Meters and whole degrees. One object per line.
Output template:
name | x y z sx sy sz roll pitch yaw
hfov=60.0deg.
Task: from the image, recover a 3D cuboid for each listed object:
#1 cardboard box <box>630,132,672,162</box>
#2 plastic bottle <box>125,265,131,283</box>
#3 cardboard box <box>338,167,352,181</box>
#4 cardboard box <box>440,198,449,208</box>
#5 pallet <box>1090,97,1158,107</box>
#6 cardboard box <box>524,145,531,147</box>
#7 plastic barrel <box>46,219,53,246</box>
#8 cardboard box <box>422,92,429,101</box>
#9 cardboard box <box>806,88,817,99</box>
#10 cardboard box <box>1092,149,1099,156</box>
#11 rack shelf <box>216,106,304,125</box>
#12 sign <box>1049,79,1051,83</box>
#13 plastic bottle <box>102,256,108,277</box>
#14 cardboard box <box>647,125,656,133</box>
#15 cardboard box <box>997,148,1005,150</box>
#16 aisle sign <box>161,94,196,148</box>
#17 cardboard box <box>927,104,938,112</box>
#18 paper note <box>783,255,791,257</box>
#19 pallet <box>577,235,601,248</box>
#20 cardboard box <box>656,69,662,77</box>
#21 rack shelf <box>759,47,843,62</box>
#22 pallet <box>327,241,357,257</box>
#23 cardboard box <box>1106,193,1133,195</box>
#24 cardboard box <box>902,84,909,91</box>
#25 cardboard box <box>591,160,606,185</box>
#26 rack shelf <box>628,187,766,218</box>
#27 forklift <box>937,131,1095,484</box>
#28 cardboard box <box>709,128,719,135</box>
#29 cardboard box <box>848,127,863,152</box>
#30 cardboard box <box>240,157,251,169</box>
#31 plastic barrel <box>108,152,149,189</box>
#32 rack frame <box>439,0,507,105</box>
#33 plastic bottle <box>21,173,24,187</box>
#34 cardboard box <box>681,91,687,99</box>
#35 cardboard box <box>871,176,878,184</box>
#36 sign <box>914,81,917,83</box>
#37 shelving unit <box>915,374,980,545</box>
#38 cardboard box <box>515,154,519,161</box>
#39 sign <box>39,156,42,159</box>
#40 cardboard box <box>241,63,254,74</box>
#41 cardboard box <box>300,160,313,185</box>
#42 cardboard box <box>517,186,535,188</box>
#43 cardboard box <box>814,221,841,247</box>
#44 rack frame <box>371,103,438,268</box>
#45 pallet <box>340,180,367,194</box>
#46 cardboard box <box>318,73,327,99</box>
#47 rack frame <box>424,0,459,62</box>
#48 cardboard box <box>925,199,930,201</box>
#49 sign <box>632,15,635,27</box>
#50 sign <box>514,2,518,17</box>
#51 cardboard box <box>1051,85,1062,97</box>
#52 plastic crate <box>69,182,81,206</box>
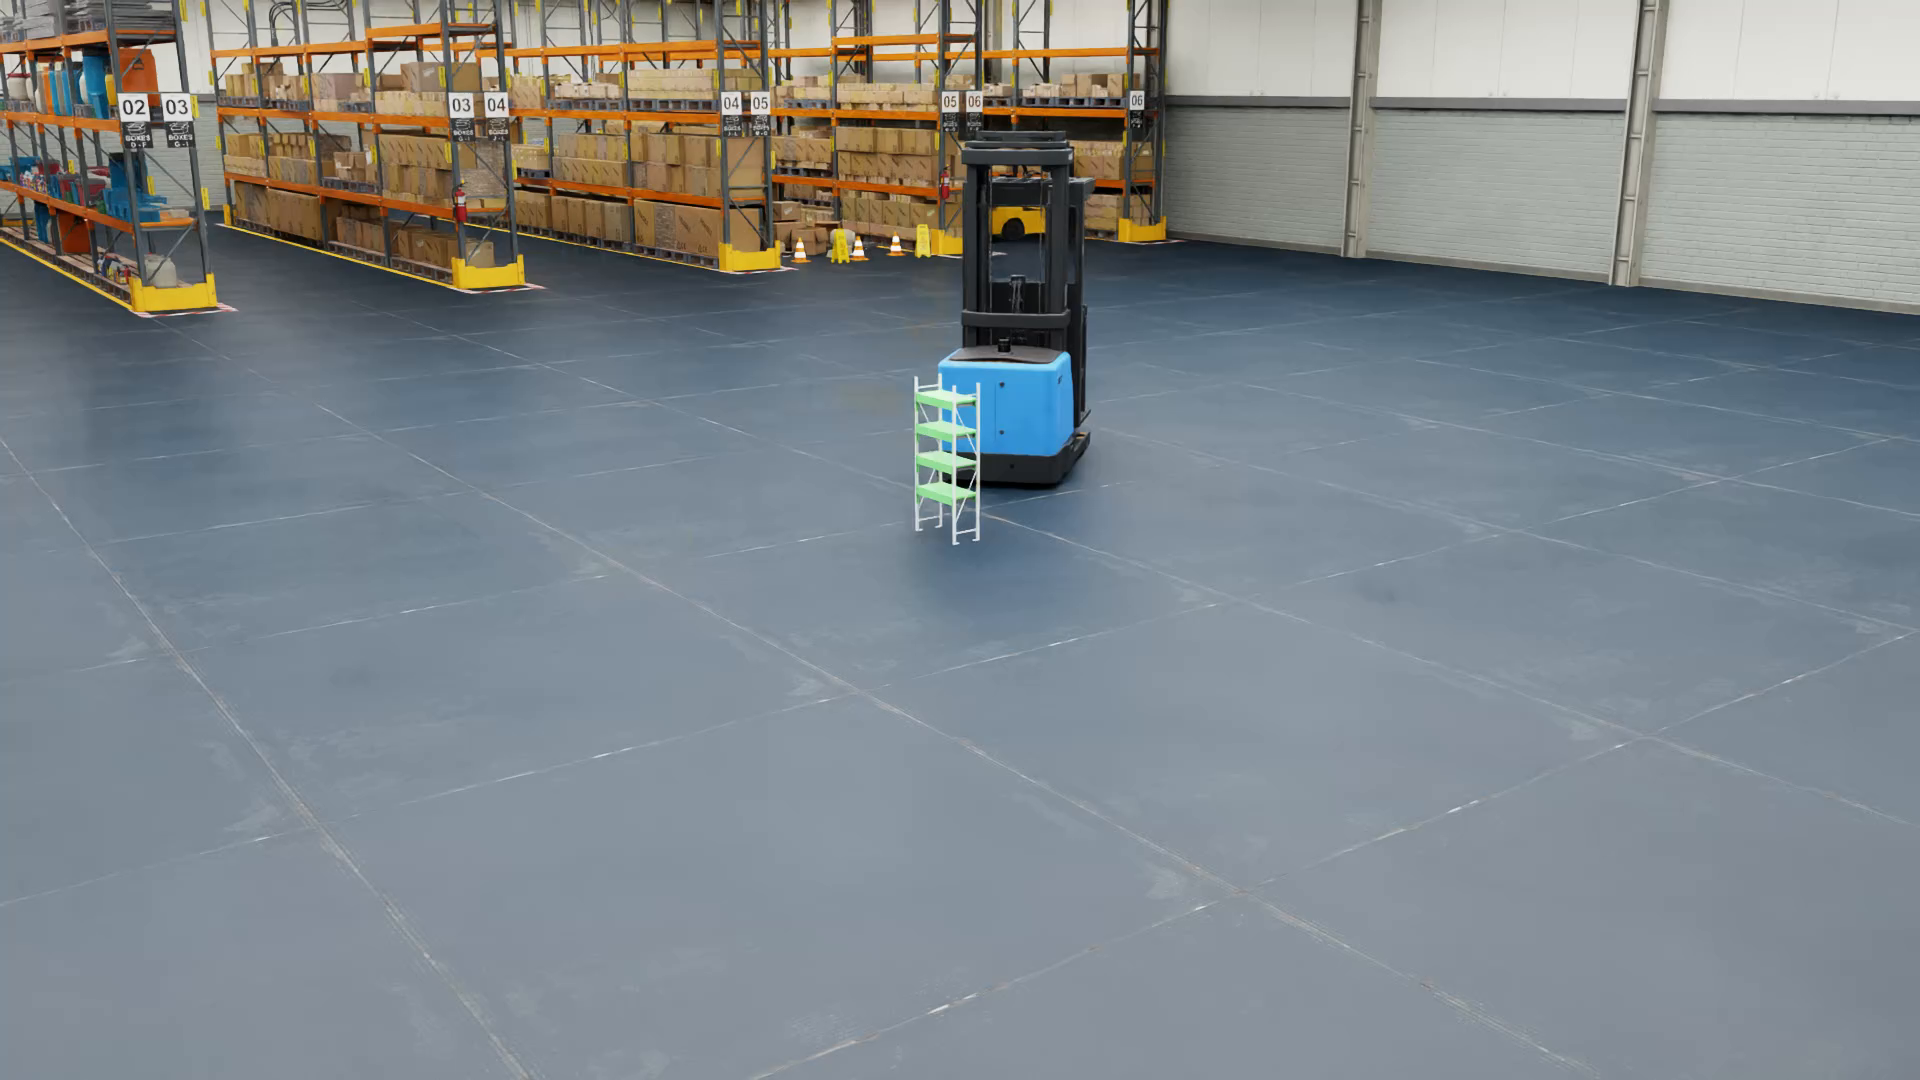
cardboard box | -6.103 -7.894 33.406 0.875 0.550 0.550 -11 19 -35
plastic bottle | -13.493 -4.314 26.970 0.061 0.283 0.133 -11 19 -35
cardboard box | -11.916 -7.227 32.789 0.500 0.250 0.500 -12 19 -36
cardboard box | -8.681 -5.789 28.521 0.380 0.149 0.250 -11 19 -35
pallet | 3.622 -9.651 36.641 1.003 0.211 1.213 -11 19 -35
cardboard box | -9.997 -9.184 39.004 0.380 0.149 0.250 -12 19 -36
plastic barrel | -18.092 -6.174 33.369 0.421 0.512 0.421 0 15 0
cardboard box | -8.902 -7.525 28.235 0.380 0.149 0.250 -11 19 -34
cardboard box | -3.102 -9.963 37.101 0.500 0.250 0.500 -11 19 -34
cardboard box | 3.173 -8.653 37.091 0.380 0.149 0.250 -11 19 -35
rack shelf | -16.243 -9.872 38.642 1.077 0.370 4.000 -11 19 -35
sign | 2.113 -10.767 39.421 0.100 0.325 0.005 -11 19 -35
plastic bottle | -14.231 -4.565 27.759 0.144 0.351 0.185 -10 18 -33
cardboard box | -7.844 -10.581 43.470 0.500 0.500 0.500 -11 19 -35
cardboard box | 1.118 -9.398 39.812 0.380 0.149 0.250 -11 19 -35
aisle sign | -11.739 -6.298 24.979 0.394 0.787 0.004 -11 19 -35
cardboard box | -0.432 -8.679 33.398 0.380 0.149 0.250 -11 19 -34
paper note | -3.464 -5.687 33.301 0.144 0.017 0.142 -4 16 -15
pallet | -7.528 -6.454 35.756 1.003 0.211 1.213 -11 19 -35
cardboard box | -5.604 -8.944 31.870 0.380 0.149 0.250 -11 19 -35
rack shelf | -4.214 -13.626 46.685 1.077 0.370 4.000 -11 19 -35
pallet | -12.257 -5.979 34.020 1.003 0.211 1.213 -11 19 -35
cardboard box | 3.591 -7.689 37.505 0.500 0.250 0.500 -11 19 -34
cardboard box | -0.964 -9.285 34.103 0.380 0.149 0.250 -11 19 -35
cardboard box | -7.409 -7.719 34.906 0.500 0.500 0.500 -11 19 -34
rack shelf | -5.116 -6.611 32.410 1.077 0.370 4.000 -11 19 -35
forklift | 0.615 -2.233 15.182 1.130 2.935 3.031 3 16 12
cardboard box | -5.810 -9.845 40.779 0.500 0.500 0.500 -11 19 -34
cardboard box | -1.982 -8.609 35.700 0.700 0.500 0.500 -11 19 -34
cardboard box | -16.441 -8.797 38.757 0.500 0.250 0.500 -11 19 -36
plastic barrel | -14.352 -6.239 28.740 0.600 0.901 0.708 -11 19 -35
rack frame | -8.012 -8.676 27.229 1.000 3.000 0.127 -11 19 -35
plastic bottle | -19.125 -7.347 33.958 0.061 0.283 0.133 -11 19 -35
cardboard box | -5.009 -8.343 31.185 0.380 0.149 0.250 -11 19 -35
cardboard box | -1.677 -7.662 35.364 0.380 0.149 0.250 -11 19 -34
sign | -1.127 -11.412 41.930 0.100 0.325 0.005 -11 19 -35
shelving unit | -0.097 -0.614 12.547 0.258 1.200 0.503 -11 19 -35
cardboard box | -9.909 -8.718 37.864 0.380 0.149 0.250 -11 19 -35
sign | -20.990 -8.598 37.998 0.100 0.325 0.005 -11 19 -35
cardboard box | -16.240 -10.874 38.345 0.500 0.250 0.500 -12 19 -36
cardboard box | -13.494 -7.713 34.886 0.500 0.500 0.500 -11 19 -35
cardboard box | -10.353 -8.332 39.855 0.500 0.250 0.500 -11 19 -36
cardboard box | -2.818 -6.530 35.484 0.500 0.500 0.500 1 15 4
rack frame | -10.364 -6.637 31.142 1.000 3.000 0.127 -11 19 -35
pallet | -11.518 -6.982 32.767 1.003 0.211 1.213 -11 19 -35
cardboard box | -12.352 -8.978 32.877 0.500 0.500 0.500 -11 19 -34
rack frame | -13.348 -12.841 42.446 1.000 3.000 0.127 -11 19 -35
cardboard box | -0.860 -6.998 35.455 0.500 0.500 0.500 -10 18 -33
sign | -8.956 -14.201 45.495 0.100 0.325 0.005 -11 19 -35
sign | -10.550 -12.601 39.500 0.100 0.325 0.005 -11 19 -35
cardboard box | 2.292 -10.215 37.803 0.396 0.266 0.258 -11 19 -36
plastic crate | -15.270 -6.047 29.019 0.392 0.384 0.575 -11 19 -35
